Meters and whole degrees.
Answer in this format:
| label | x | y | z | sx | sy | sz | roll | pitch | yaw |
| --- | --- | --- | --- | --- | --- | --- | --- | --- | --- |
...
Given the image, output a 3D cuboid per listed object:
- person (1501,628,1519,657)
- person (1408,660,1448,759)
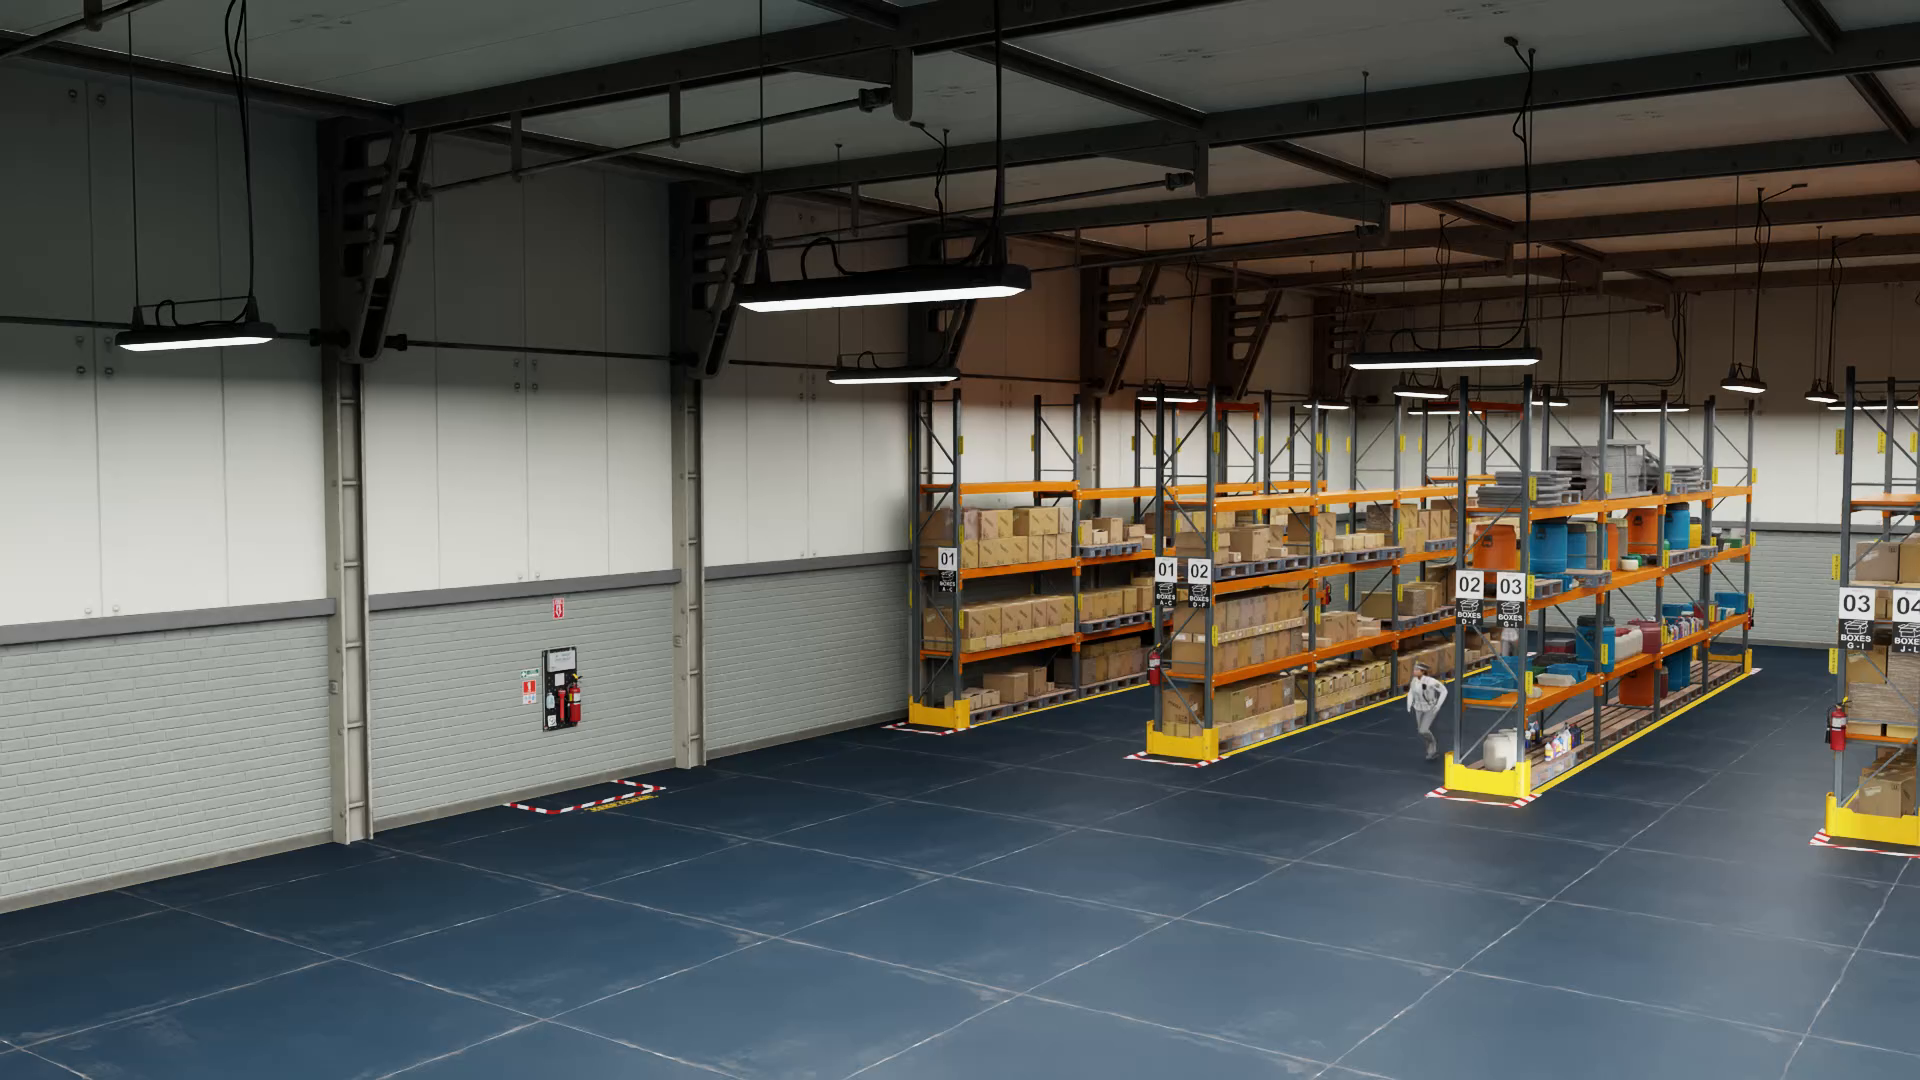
| label | x | y | z | sx | sy | sz | roll | pitch | yaw |
| --- | --- | --- | --- | --- | --- | --- | --- | --- | --- |
| person | 11.809 | 2.137 | 35.658 | 0.456 | 1.626 | 1.033 | 2 | 4 | 28 |
| person | 7.443 | 2.698 | 26.406 | 0.680 | 1.606 | 0.675 | -3 | 5 | -44 |
